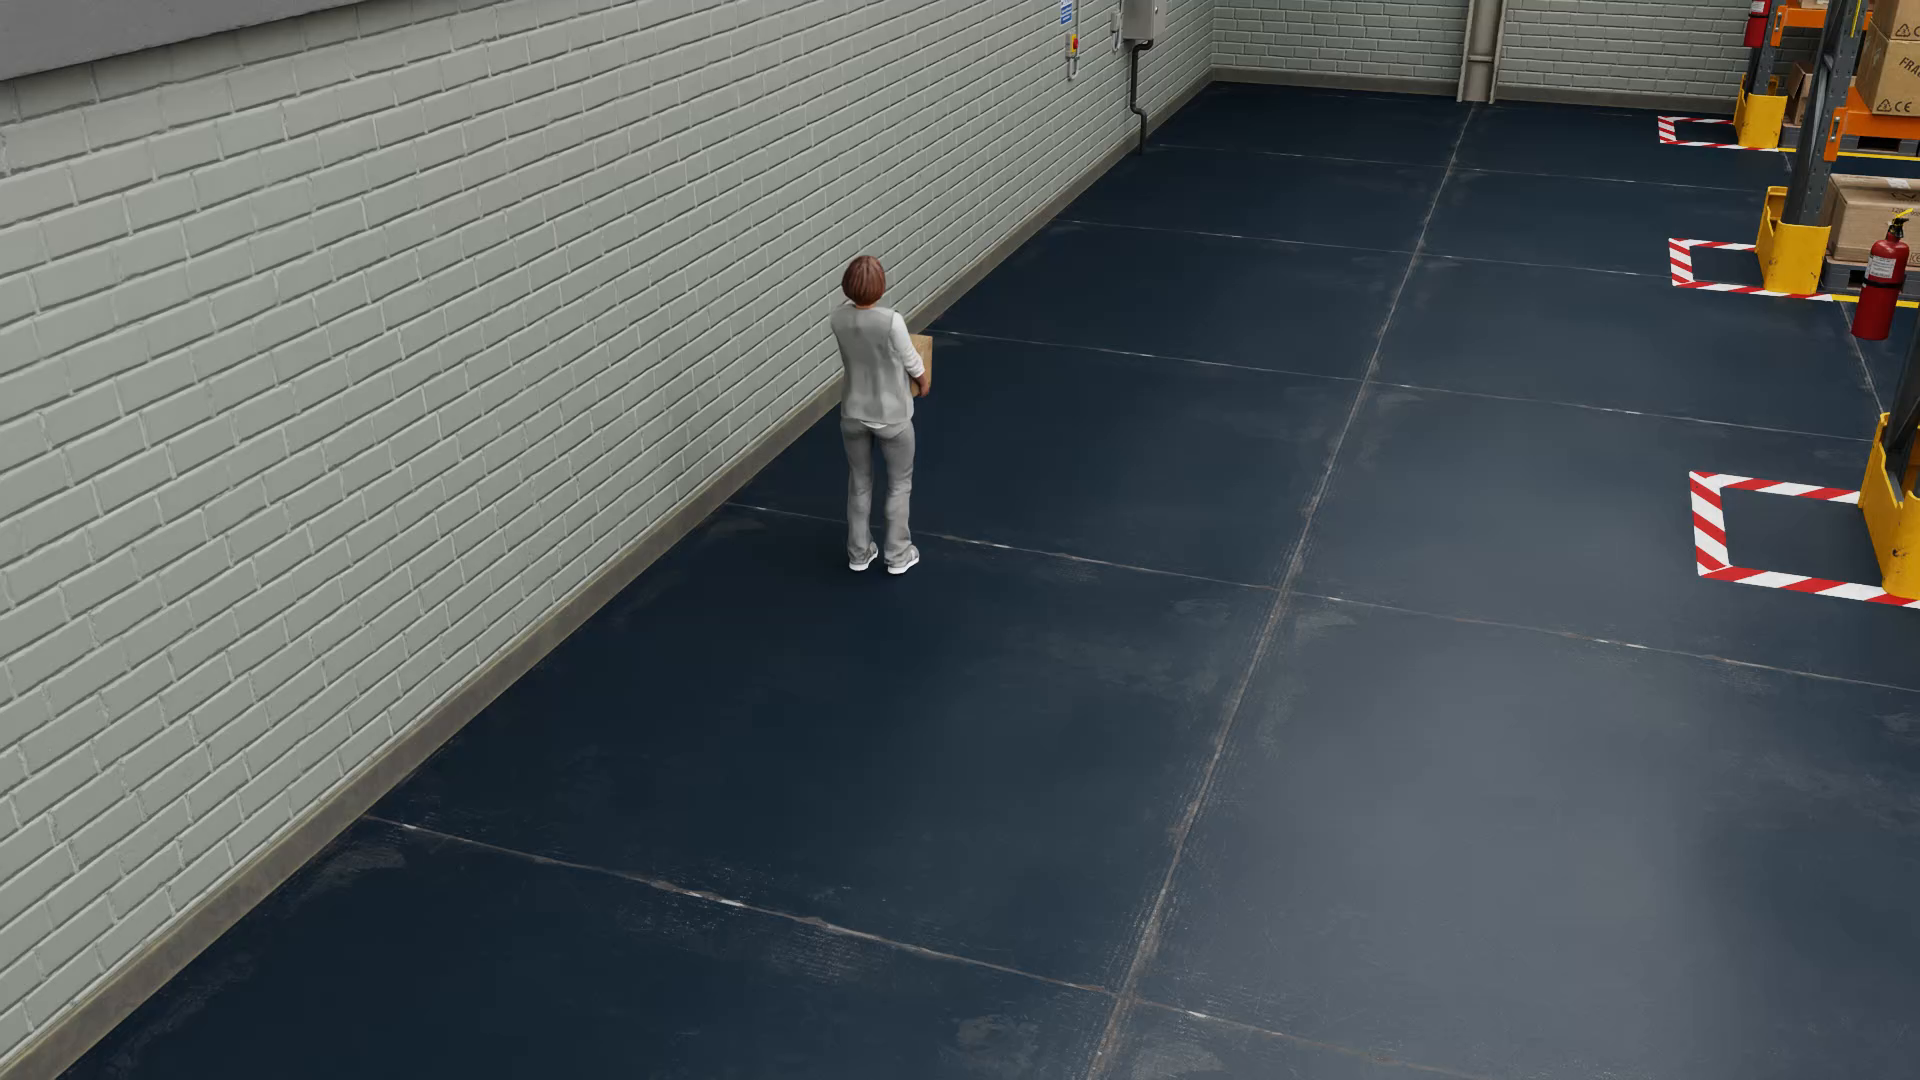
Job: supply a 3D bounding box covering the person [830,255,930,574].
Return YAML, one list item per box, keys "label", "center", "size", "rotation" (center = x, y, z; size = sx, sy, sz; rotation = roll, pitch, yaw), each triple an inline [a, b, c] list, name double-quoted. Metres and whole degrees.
- label: "person"
  center: [-0.364, -0.610, 7.877]
  size: [0.405, 1.590, 0.497]
  rotation: [9, 28, 18]
